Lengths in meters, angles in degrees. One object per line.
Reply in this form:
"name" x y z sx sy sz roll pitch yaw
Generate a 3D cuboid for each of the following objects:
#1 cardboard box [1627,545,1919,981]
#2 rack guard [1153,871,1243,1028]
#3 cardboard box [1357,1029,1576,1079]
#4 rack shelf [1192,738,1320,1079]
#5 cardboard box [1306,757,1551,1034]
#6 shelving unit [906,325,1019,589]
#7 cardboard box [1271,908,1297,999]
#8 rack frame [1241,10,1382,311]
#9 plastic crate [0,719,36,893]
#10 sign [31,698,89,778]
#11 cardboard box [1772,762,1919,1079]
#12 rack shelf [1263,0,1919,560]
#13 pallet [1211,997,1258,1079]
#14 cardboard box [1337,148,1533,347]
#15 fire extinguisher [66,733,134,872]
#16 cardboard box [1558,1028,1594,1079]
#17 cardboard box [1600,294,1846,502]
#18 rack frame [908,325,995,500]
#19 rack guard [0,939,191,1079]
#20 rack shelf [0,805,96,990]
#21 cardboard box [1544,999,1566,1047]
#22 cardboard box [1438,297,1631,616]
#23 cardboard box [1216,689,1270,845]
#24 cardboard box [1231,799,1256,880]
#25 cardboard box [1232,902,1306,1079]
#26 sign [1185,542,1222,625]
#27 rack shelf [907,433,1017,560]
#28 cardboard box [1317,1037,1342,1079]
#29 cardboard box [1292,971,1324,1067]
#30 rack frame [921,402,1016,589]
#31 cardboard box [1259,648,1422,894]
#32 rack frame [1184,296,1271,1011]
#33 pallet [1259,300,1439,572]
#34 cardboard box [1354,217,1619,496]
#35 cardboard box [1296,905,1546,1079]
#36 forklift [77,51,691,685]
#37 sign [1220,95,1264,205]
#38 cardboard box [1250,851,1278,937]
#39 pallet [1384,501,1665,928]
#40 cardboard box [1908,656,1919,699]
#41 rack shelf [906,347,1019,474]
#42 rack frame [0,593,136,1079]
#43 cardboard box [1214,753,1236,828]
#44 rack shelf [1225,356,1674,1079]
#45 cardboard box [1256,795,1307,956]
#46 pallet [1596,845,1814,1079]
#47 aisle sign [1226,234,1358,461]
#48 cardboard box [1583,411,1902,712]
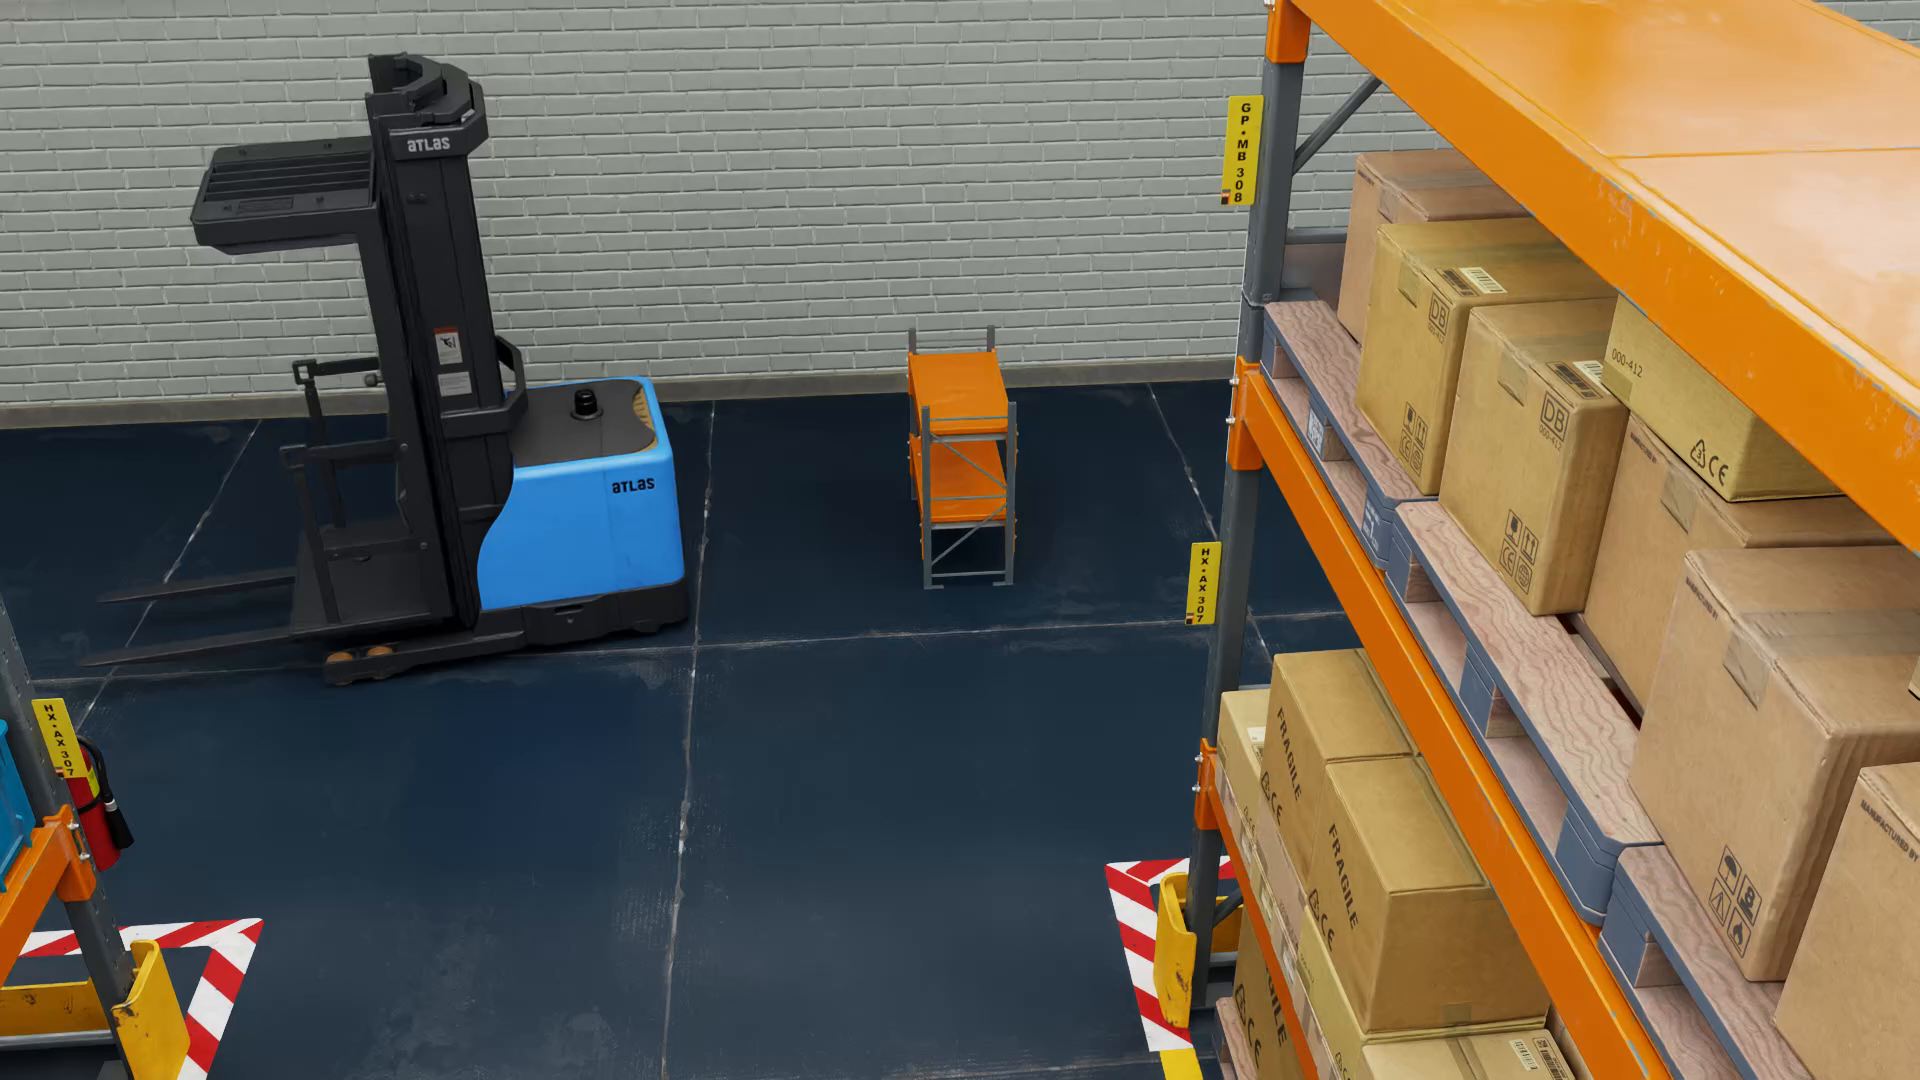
"cardboard box" 1.575 0.348 2.712 0.700 0.500 0.500 -1 31 -2
"rack guard" 1.378 1.592 6.597 1.175 0.500 0.348 -3 31 -5
"cardboard box" 1.309 1.514 4.146 0.500 0.250 0.500 -3 31 -6
"rack shelf" 1.567 1.862 4.410 1.077 0.370 4.000 -3 31 -5
"cardboard box" 1.258 0.924 4.404 0.500 0.500 0.500 -4 31 -6
"shelving unit" -0.001 -0.486 9.468 0.538 1.125 1.048 -3 31 -5
"cardboard box" 1.160 1.231 5.009 0.380 0.149 0.250 -3 31 -5
"rack frame" 1.380 -2.044 4.397 1.000 3.000 0.127 -3 31 -5
"plastic crate" -3.334 0.890 5.242 0.616 0.435 0.499 -3 31 -5
"sign" -3.005 0.664 5.554 0.100 0.325 0.005 -3 31 -5
"cardboard box" 1.621 0.623 2.252 0.700 0.500 0.500 -5 31 -8
"rack shelf" 1.567 -0.542 2.974 1.077 0.370 4.000 -3 31 -5
"pallet" 1.533 2.133 5.973 1.003 0.211 1.213 -3 31 -5
"cardboard box" 1.482 -0.759 4.567 0.700 0.500 0.500 -5 31 -8
"fire extinguisher" -3.113 0.863 5.819 0.296 0.674 0.183 -3 31 -5
"cardboard box" 1.837 1.488 4.191 0.500 0.250 0.500 -3 31 -4
"cardboard box" 1.559 -0.312 3.087 0.500 0.250 0.500 -4 31 -6
"rack frame" -0.048 -0.746 9.902 0.500 1.125 0.032 -3 31 -5
"rack guard" -3.566 1.830 6.199 1.175 0.500 0.348 -3 31 -5
"rack shelf" -3.364 2.099 4.013 1.077 0.370 4.000 -3 31 -5
"cardboard box" 1.785 1.222 4.636 0.500 0.250 0.500 -4 31 -6
"cardboard box" 1.511 -0.205 3.638 0.700 0.500 0.500 -5 31 -8
"cardboard box" 1.156 0.726 5.466 0.500 0.250 0.500 -4 31 -6
"cardboard box" 1.110 0.967 5.451 0.380 0.149 0.250 -3 31 -5
"cardboard box" 1.520 1.586 5.832 0.875 0.875 0.875 -3 31 -5
"sign" 0.827 0.149 5.654 0.100 0.325 0.005 -3 31 -5
"rack shelf" -0.001 -0.276 9.593 0.538 0.278 1.000 -3 31 -5
"cardboard box" 1.208 1.493 4.571 0.380 0.149 0.250 -3 31 -5
"cardboard box" 1.183 1.361 4.792 0.380 0.149 0.250 -3 31 -6
"rack frame" 0.047 -0.227 9.033 0.500 1.125 0.032 -3 31 -5
"cardboard box" 1.203 0.660 4.846 0.500 0.500 0.500 -3 31 -6
"rack frame" 1.380 0.532 5.935 1.000 3.000 0.127 -3 31 -5
"pallet" 1.460 -0.340 4.556 1.003 0.211 1.213 -3 31 -5
"cardboard box" 1.415 -0.466 4.076 0.700 0.500 0.500 -4 31 -6
"cardboard box" 1.255 1.248 4.592 0.500 0.250 0.500 -4 31 -6
"forklift" -3.028 -0.818 8.261 3.031 2.935 1.130 -8 32 -14
"sign" 0.827 -1.142 4.882 0.100 0.325 0.005 -3 31 -5
"cardboard box" 1.135 1.098 5.232 0.380 0.149 0.250 -3 31 -6
"pallet" 1.577 0.284 3.510 1.003 0.211 1.213 -3 31 -5
"cardboard box" 1.673 0.217 2.200 0.500 0.250 0.500 -5 31 -8
"rack shelf" -0.001 -0.738 9.318 0.538 0.278 1.000 -3 31 -5
"rack frame" -3.551 0.769 5.538 1.000 3.000 0.127 -3 31 -5
"cardboard box" 1.085 0.837 5.670 0.380 0.149 0.250 -2 31 -4
"rack shelf" 1.567 0.574 3.641 1.077 0.370 4.000 -3 31 -5
"cardboard box" 1.212 0.991 5.022 0.500 0.250 0.500 -3 31 -5
"pallet" 1.688 0.906 2.470 1.003 0.211 1.213 -3 31 -5
"aisle sign" 1.075 -0.607 5.306 0.394 0.787 0.004 -3 31 -5
"cardboard box" 1.668 0.075 3.170 0.700 0.500 0.500 -1 31 -2
